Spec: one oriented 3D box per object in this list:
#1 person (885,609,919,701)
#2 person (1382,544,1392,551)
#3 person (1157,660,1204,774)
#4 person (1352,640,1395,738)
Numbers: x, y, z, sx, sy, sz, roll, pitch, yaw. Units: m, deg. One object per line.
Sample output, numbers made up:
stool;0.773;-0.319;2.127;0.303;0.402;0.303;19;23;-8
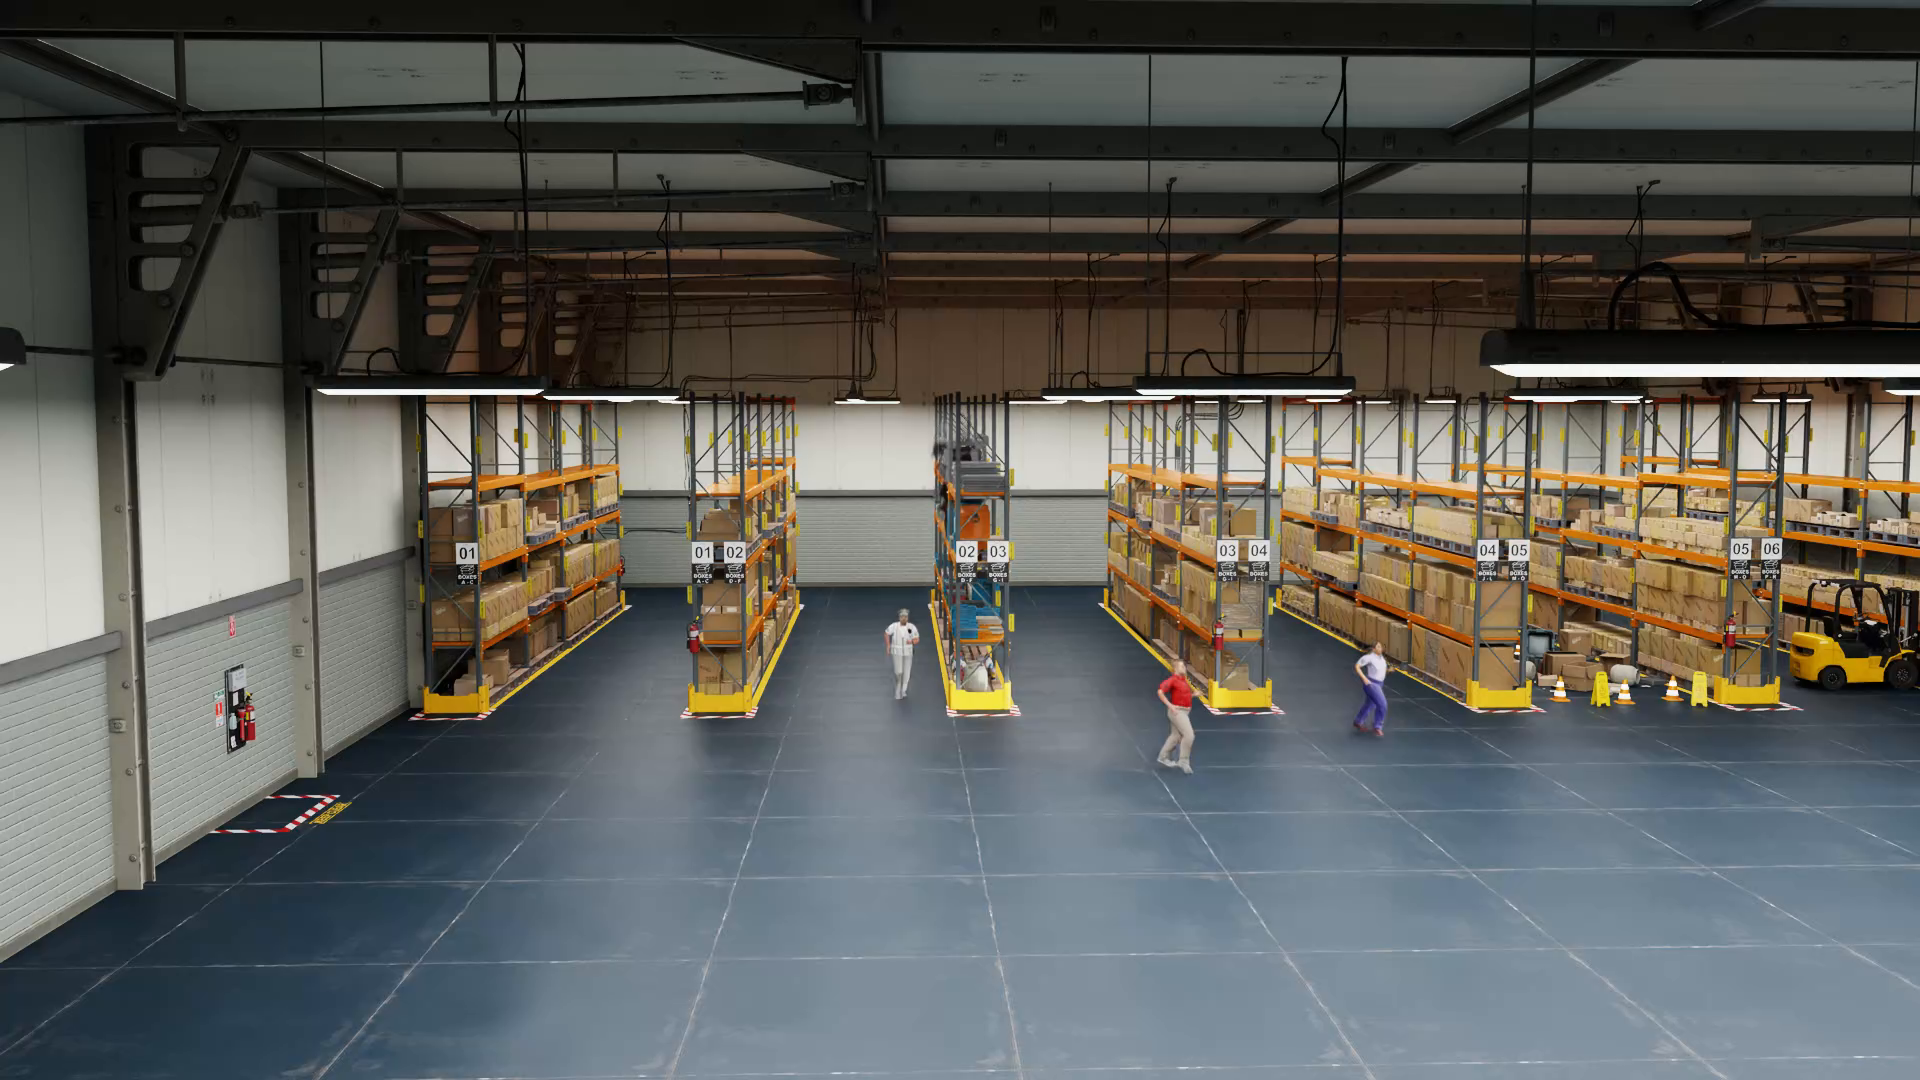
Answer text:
person;-1.114;2.247;32.468;0.645;1.812;0.694;-1;5;-11
person;12.645;0.923;49.240;0.657;1.719;0.736;0;5;6
person;3.443;2.787;26.116;0.741;1.795;0.640;2;5;21
person;7.223;2.601;29.022;0.733;1.718;0.573;3;6;36
